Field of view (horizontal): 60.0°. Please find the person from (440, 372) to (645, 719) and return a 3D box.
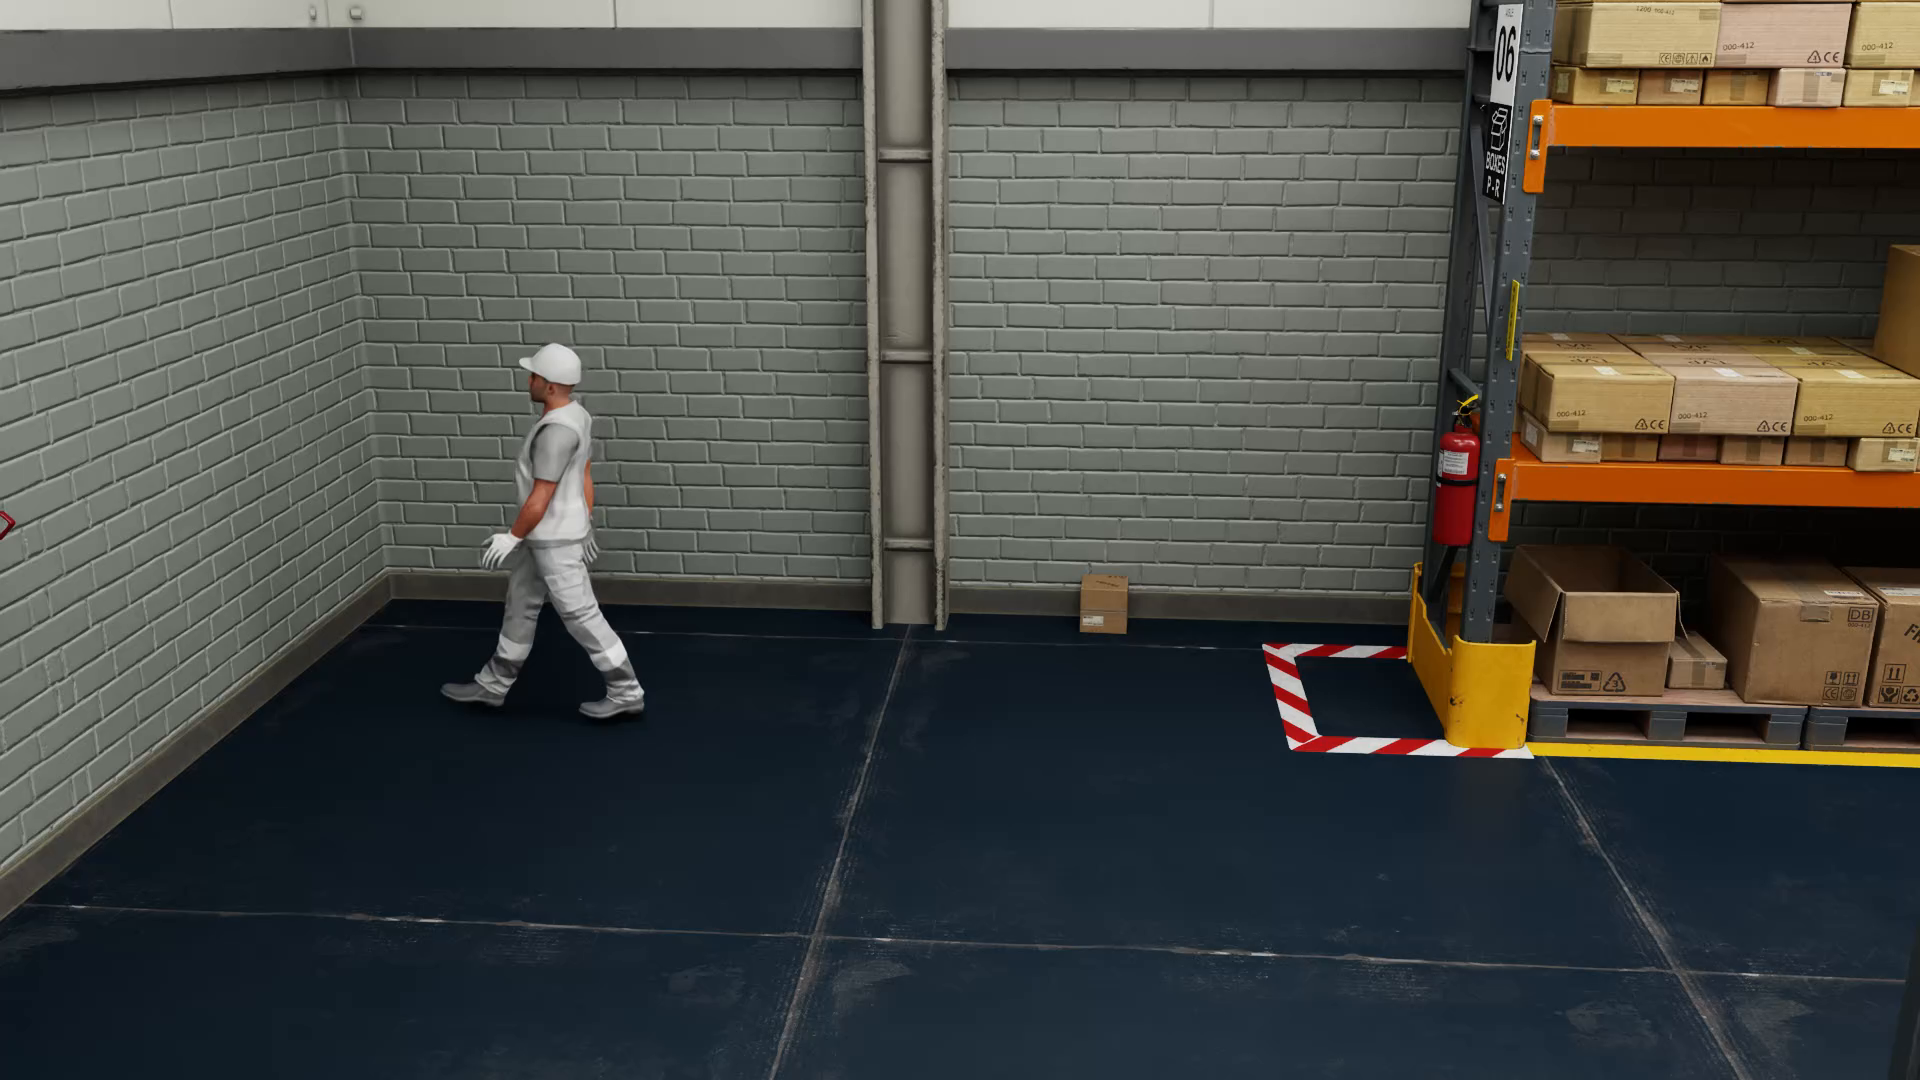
[{"bbox_3d":[-1.958,0.002,7.542,0.952,1.693,0.527,-3,18,-9],"label":"person"}]
